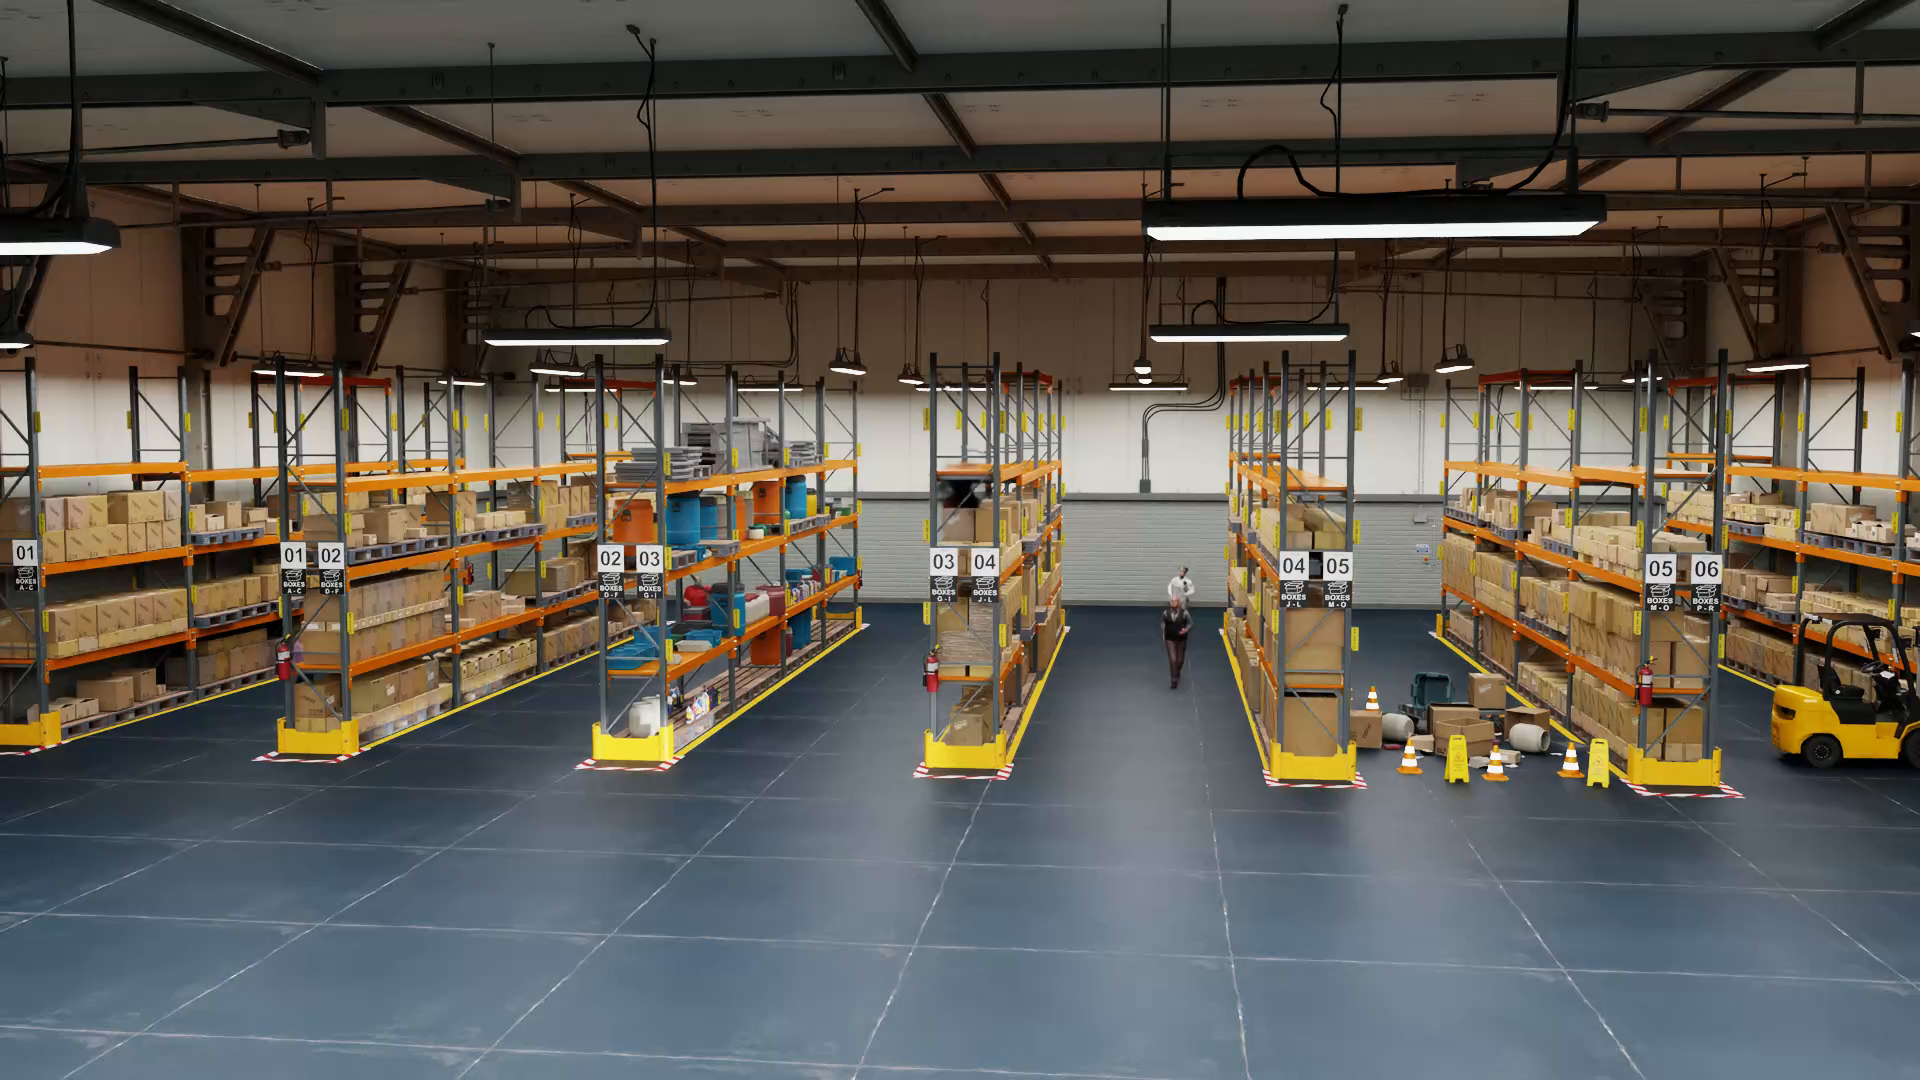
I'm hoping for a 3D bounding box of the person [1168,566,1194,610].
[{"bbox_3d":[5.133,1.428,38.722,0.647,1.675,0.557,1,4,19],"label":"person"}]

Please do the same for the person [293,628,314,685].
[{"bbox_3d":[-11.070,2.249,27.986,0.531,1.557,0.539,0,4,-1],"label":"person"}]

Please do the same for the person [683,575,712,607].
[{"bbox_3d":[-5.680,1.610,36.000,0.651,1.717,0.734,0,4,4],"label":"person"}]

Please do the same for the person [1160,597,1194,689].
[{"bbox_3d":[4.104,1.928,31.554,0.656,1.722,0.769,1,4,10],"label":"person"}]
